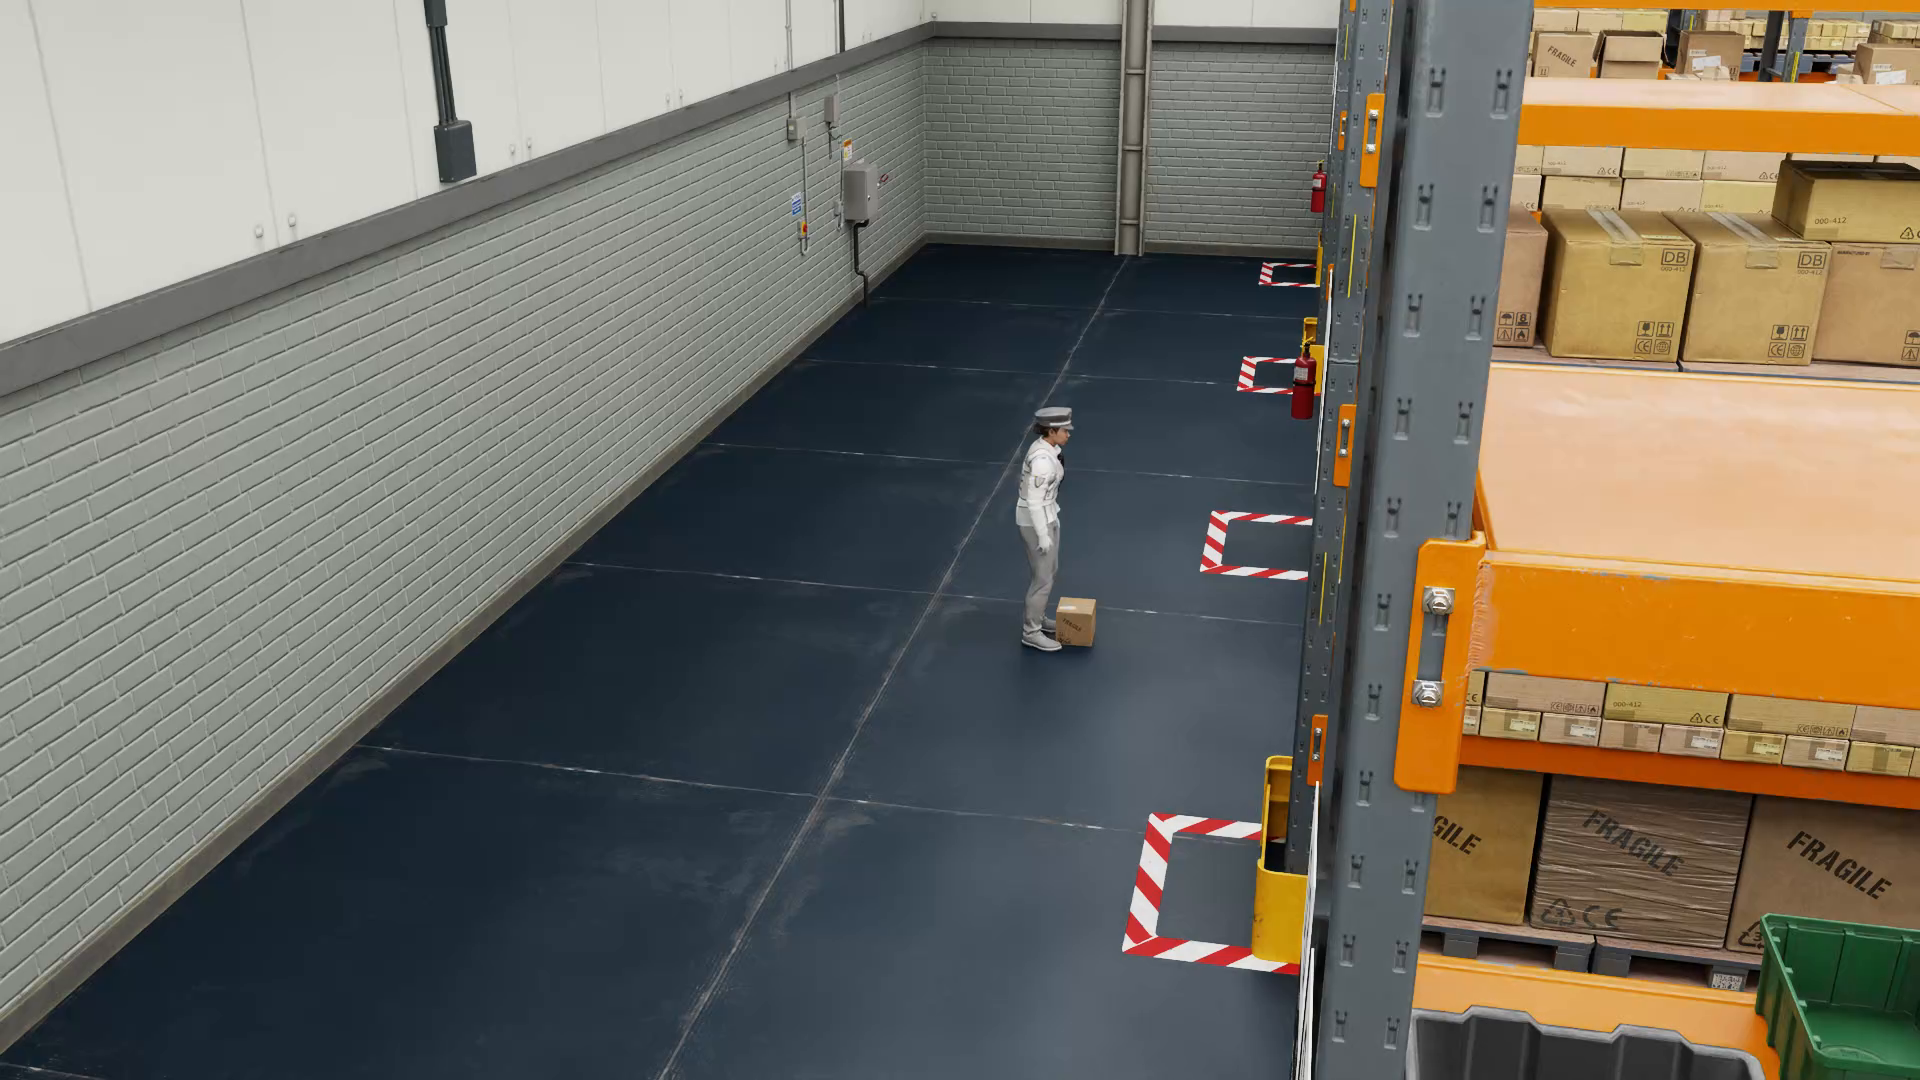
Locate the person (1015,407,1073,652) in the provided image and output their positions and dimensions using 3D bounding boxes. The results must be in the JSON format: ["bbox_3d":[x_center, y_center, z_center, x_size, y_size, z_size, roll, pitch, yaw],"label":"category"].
[{"bbox_3d":[0.565,-0.100,11.334,0.372,1.662,0.528,4,22,9],"label":"person"}]
